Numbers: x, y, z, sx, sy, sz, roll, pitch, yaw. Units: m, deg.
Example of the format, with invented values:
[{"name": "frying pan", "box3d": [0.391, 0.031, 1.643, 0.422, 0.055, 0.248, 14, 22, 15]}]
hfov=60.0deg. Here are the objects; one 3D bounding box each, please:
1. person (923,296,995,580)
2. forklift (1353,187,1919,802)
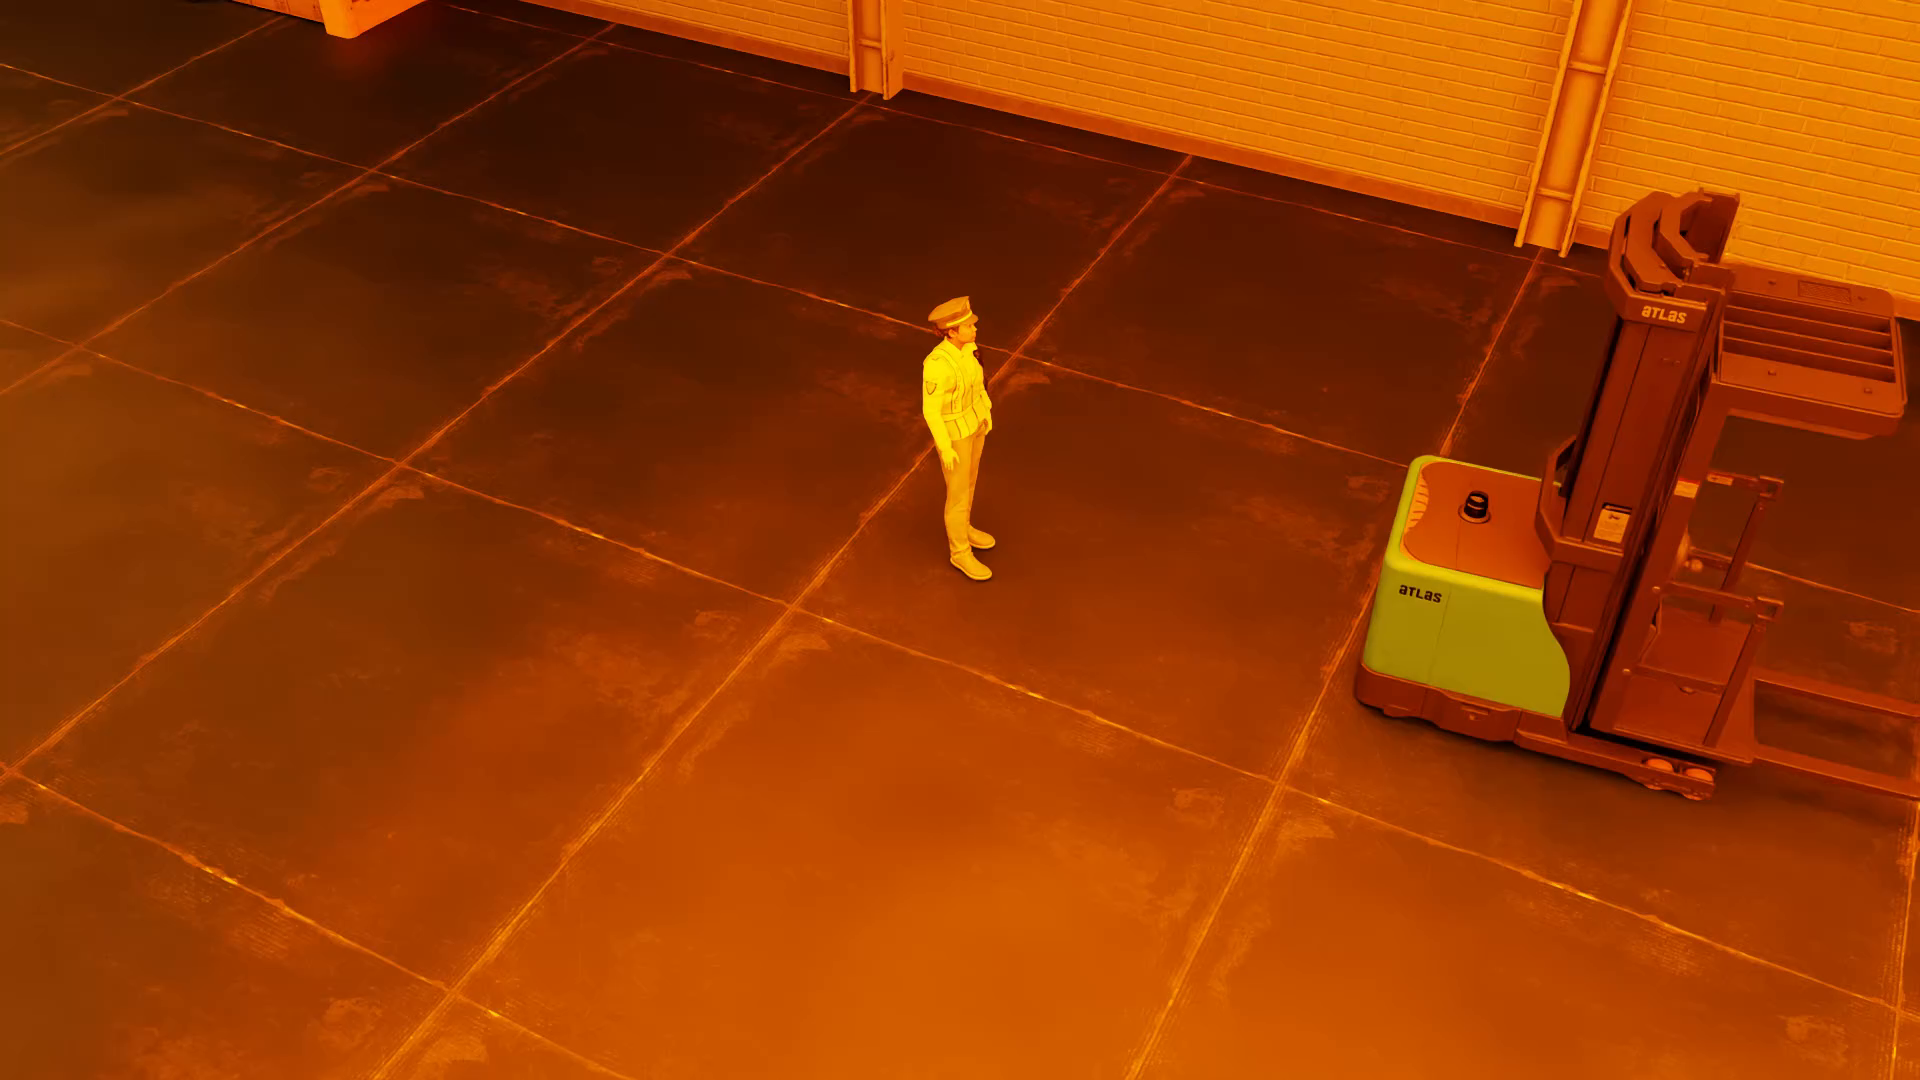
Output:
[{"name": "person", "box3d": [0.058, -0.629, 9.682, 0.530, 1.694, 0.586, 18, 43, 21]}, {"name": "forklift", "box3d": [3.739, -0.159, 8.175, 3.031, 2.935, 1.130, 14, 42, 16]}]
